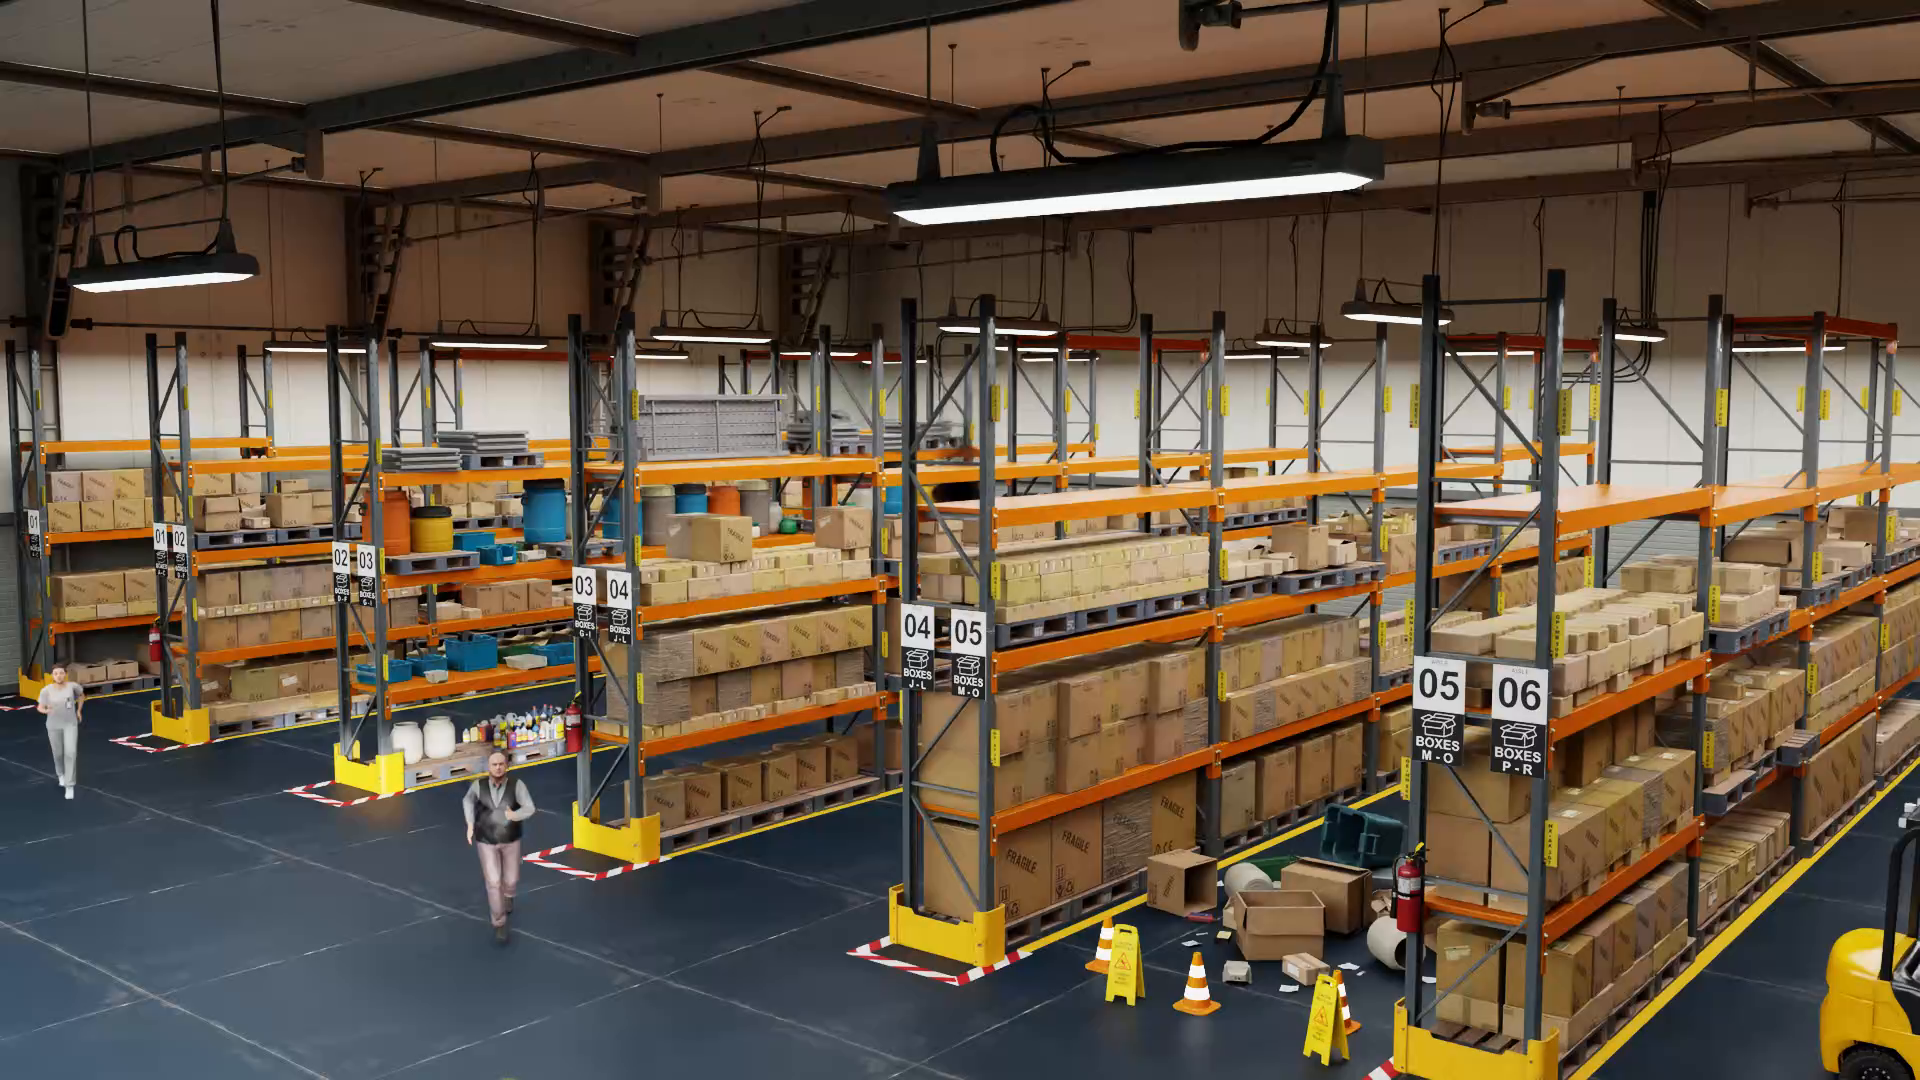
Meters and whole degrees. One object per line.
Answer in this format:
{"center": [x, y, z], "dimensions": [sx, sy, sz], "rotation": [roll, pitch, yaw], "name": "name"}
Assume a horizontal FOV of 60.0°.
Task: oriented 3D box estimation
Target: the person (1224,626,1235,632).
{"center": [4.051, 2.095, 25.338], "dimensions": [0.522, 1.563, 0.599], "rotation": [3, 6, 30], "name": "person"}

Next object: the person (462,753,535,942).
{"center": [-4.378, 2.861, 15.821], "dimensions": [0.657, 1.705, 0.952], "rotation": [-2, 5, -18], "name": "person"}

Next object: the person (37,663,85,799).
{"center": [-11.501, 2.405, 21.300], "dimensions": [0.529, 1.682, 0.927], "rotation": [-2, 6, -24], "name": "person"}
